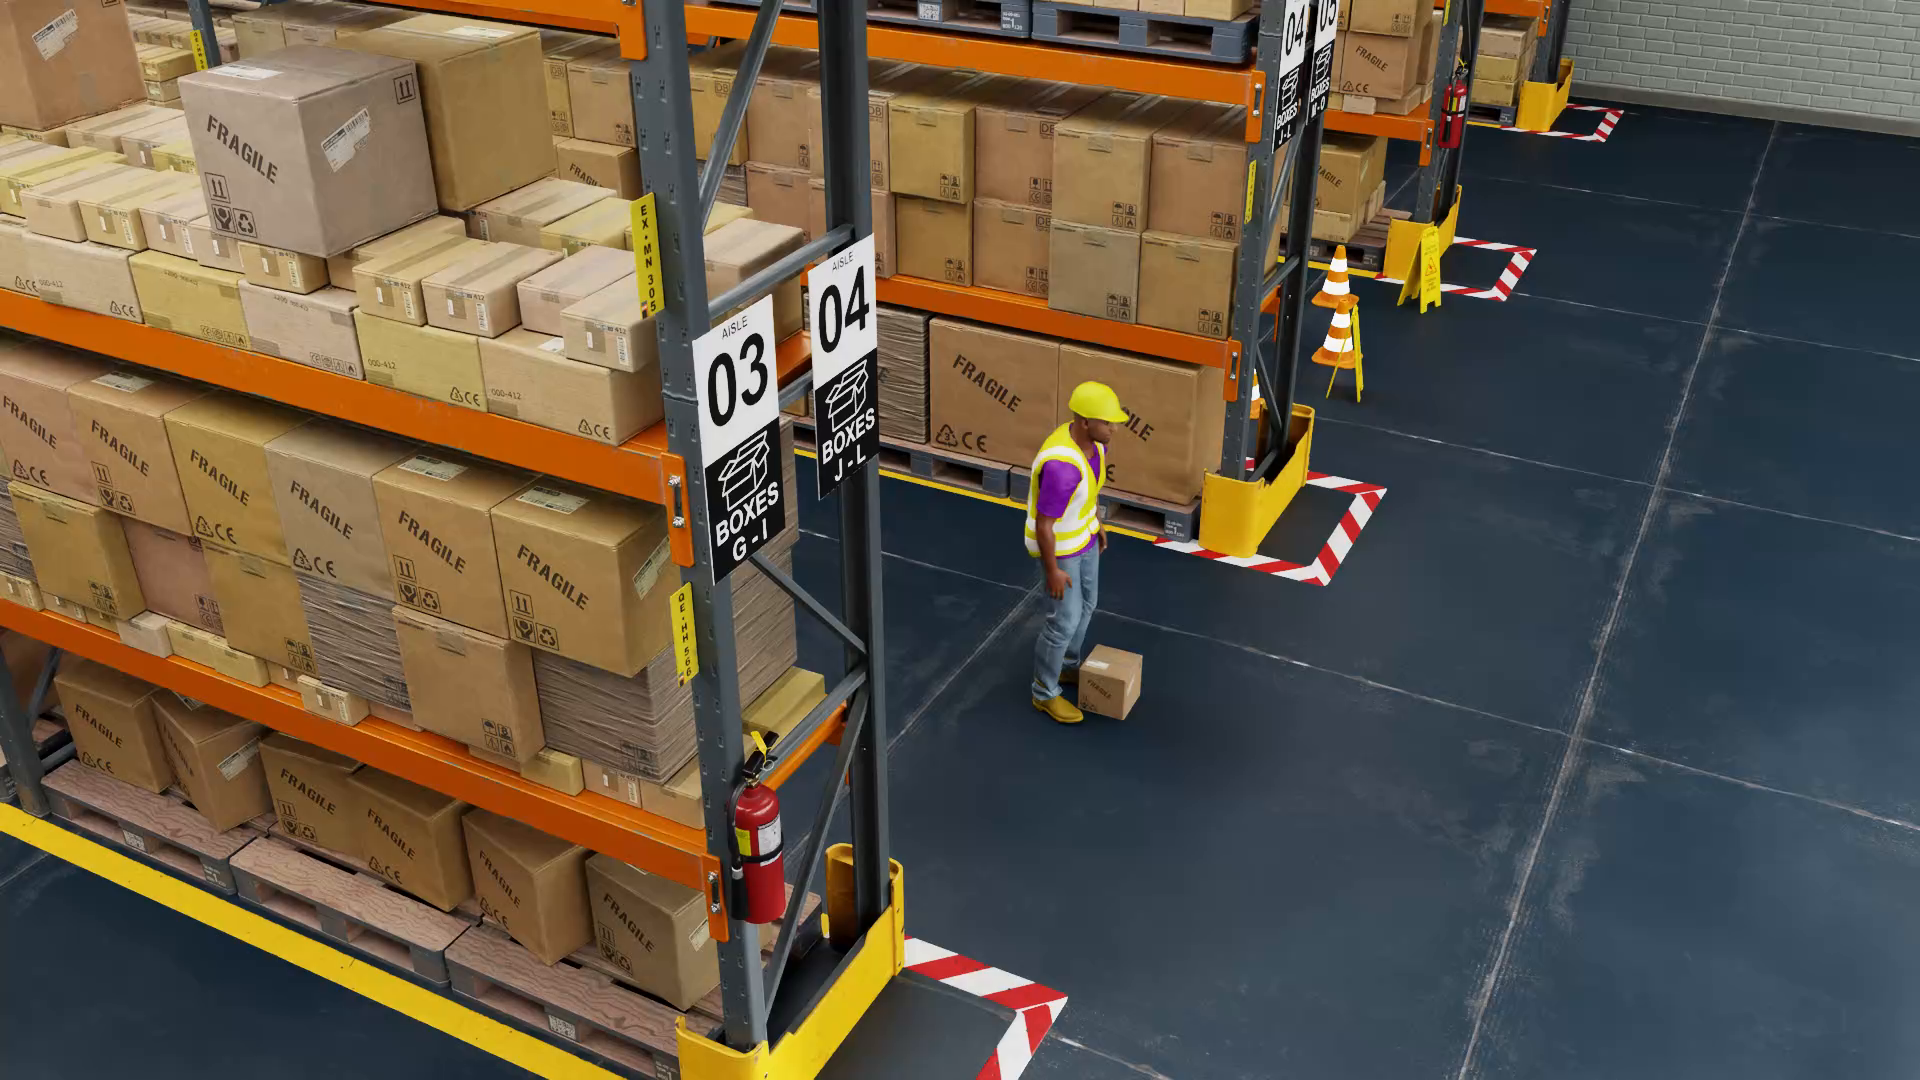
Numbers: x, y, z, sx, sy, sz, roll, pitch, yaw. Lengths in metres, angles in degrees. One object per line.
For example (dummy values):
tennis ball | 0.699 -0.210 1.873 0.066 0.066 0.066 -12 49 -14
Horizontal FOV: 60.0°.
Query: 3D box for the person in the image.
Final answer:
person | 0.568 0.028 8.225 0.463 1.760 0.632 14 33 23
